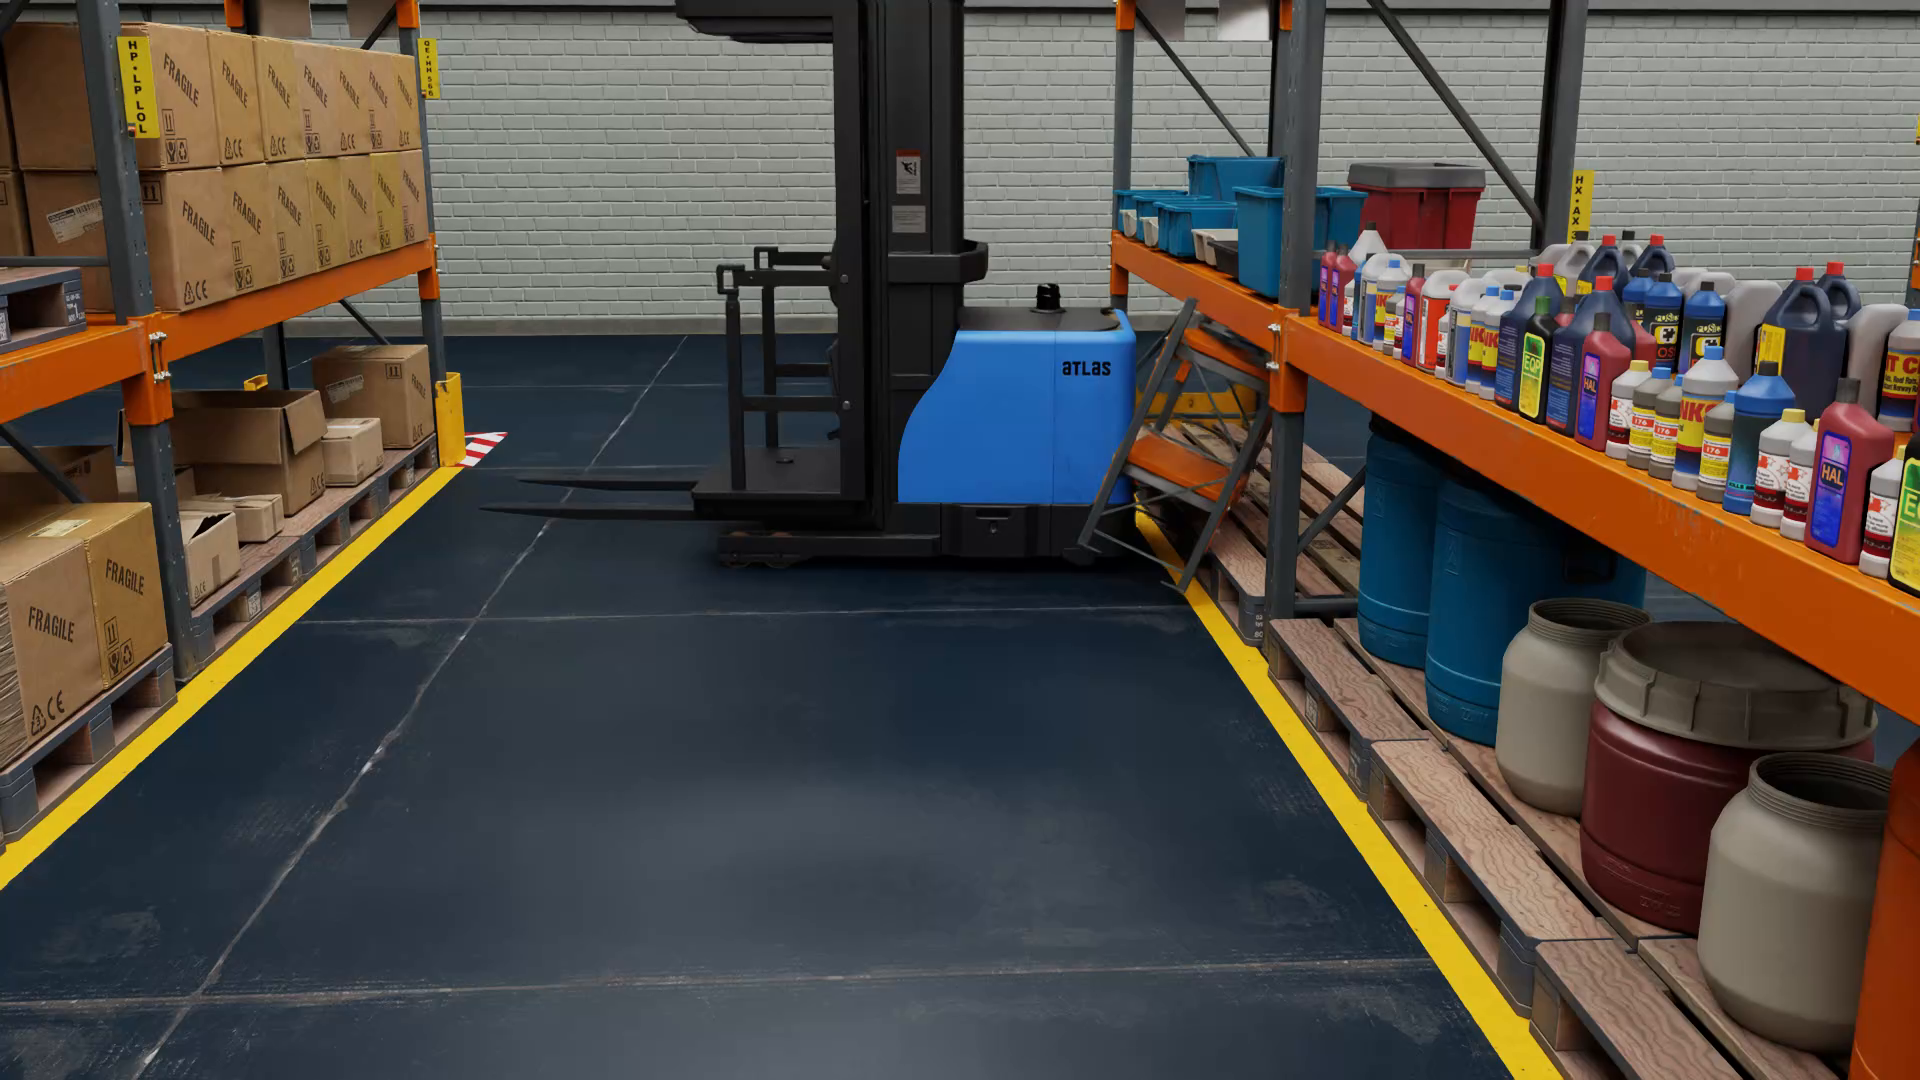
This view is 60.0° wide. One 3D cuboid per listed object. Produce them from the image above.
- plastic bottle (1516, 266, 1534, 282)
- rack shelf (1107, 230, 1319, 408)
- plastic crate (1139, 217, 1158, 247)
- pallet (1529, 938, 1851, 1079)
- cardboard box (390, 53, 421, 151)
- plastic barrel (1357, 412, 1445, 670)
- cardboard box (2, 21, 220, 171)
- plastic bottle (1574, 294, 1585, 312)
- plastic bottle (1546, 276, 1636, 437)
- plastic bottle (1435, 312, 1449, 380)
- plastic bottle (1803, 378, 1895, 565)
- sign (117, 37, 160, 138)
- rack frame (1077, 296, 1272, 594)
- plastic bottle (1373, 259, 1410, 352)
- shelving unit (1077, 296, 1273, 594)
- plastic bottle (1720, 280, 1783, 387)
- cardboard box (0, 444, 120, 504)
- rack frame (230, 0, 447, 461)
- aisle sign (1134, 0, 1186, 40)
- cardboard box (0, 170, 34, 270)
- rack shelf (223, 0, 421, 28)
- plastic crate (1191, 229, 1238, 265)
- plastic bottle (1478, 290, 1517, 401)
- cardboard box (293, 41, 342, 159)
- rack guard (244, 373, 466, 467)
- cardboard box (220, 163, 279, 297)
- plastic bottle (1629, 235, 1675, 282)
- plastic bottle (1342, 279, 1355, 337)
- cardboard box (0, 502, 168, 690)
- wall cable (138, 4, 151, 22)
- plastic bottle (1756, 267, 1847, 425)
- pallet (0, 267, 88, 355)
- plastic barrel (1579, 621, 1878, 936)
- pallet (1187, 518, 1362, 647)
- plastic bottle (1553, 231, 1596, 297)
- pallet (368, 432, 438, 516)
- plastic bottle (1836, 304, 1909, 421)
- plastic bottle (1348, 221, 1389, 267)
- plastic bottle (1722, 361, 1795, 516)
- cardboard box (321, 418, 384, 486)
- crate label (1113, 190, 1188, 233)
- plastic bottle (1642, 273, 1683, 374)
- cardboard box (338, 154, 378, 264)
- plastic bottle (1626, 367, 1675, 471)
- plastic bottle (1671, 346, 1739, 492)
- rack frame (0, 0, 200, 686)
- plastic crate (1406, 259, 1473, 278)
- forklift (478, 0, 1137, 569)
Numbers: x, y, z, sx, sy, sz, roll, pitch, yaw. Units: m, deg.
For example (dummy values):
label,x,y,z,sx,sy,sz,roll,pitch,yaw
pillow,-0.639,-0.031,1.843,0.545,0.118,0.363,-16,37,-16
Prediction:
label,x,y,z,sx,sy,sz,roll,pitch,yaw
plastic bottle,1.877,-0.817,5.580,0.097,0.201,0.097,0,14,0
rack shelf,1.529,-1.162,7.965,1.077,0.370,4.000,-1,14,-3
plastic crate,1.071,-1.593,8.605,0.250,0.136,0.298,-1,14,-3
pallet,1.810,1.137,3.183,1.003,0.211,1.213,-1,14,-3
cardboard box,-3.237,-2.358,8.965,0.500,0.500,0.500,-1,14,-4
plastic barrel,1.670,-0.064,5.625,0.600,0.901,0.708,-1,14,-3
cardboard box,-3.040,-1.591,5.984,0.500,0.500,0.500,-1,14,-2
plastic bottle,1.509,-0.466,4.076,0.097,0.271,0.097,0,14,0
plastic bottle,1.411,-0.413,3.709,0.144,0.351,0.185,-1,14,-3
plastic bottle,1.338,-0.536,4.488,0.097,0.201,0.097,0,14,0
plastic bottle,1.435,-0.113,2.679,0.061,0.283,0.133,-1,14,-3
sign,-2.738,-1.507,5.541,0.100,0.325,0.005,-1,14,-3
rack frame,0.938,-0.386,6.875,0.500,1.125,0.032,26,13,10
plastic bottle,1.304,-0.709,5.021,0.097,0.271,0.097,0,14,0
shelving unit,1.061,-0.450,7.364,0.538,1.125,1.048,26,13,10
plastic bottle,2.076,-0.552,4.402,0.152,0.276,0.135,-1,14,-3
cardboard box,-3.610,-0.077,6.439,0.500,0.500,0.500,-1,14,-3
rack frame,-3.539,-1.932,9.515,1.000,3.000,0.127,-1,14,-3
aisle sign,1.104,-3.280,9.537,0.394,0.787,0.004,-1,14,-3
cardboard box,-3.578,-1.106,6.104,0.500,0.500,0.500,-1,14,-3
rack shelf,-3.415,-2.539,7.298,1.077,0.370,4.000,-1,14,-3
plastic crate,1.245,-1.342,7.633,0.293,0.136,0.466,-1,14,-3
plastic bottle,1.359,-0.488,4.161,0.097,0.271,0.097,0,14,0
cardboard box,-3.136,-1.976,7.479,0.500,0.500,0.500,0,14,-2
rack guard,-3.534,-0.702,9.753,1.175,0.500,0.348,-1,14,-3
cardboard box,-3.086,-1.244,6.640,0.500,0.500,0.500,-1,14,-2
plastic bottle,2.048,-0.719,4.901,0.144,0.351,0.185,-1,14,-3
plastic bottle,1.283,-0.757,5.348,0.097,0.201,0.097,0,14,0
cardboard box,-2.975,0.179,5.446,0.500,0.500,0.500,-1,14,-4
wall cable,-8.477,-4.668,14.342,3.097,2.526,0.112,-1,14,-3
plastic bottle,1.961,-0.455,3.876,0.144,0.351,0.185,-1,14,-3
pallet,-3.351,-0.644,4.894,1.003,0.211,1.213,-1,14,-3
plastic barrel,1.783,0.544,3.888,0.600,0.588,0.708,-1,14,-3
pallet,1.569,0.155,6.998,1.003,0.211,1.213,-1,14,-3
plastic bottle,1.892,-0.763,5.071,0.144,0.351,0.185,-1,14,-3
pallet,-3.484,-0.364,9.019,1.003,0.211,1.213,-1,14,-3
plastic bottle,2.111,-0.415,3.870,0.152,0.276,0.135,-1,14,-3
plastic bottle,1.354,-0.886,5.550,0.144,0.351,0.185,-1,14,-3
plastic bottle,1.434,-0.184,2.981,0.097,0.271,0.097,0,14,0
cardboard box,-3.231,-0.445,8.372,0.500,0.250,0.500,-1,14,-3
crate label,1.092,-1.889,9.564,0.416,0.233,0.303,-1,14,-3
plastic bottle,1.939,-0.601,4.601,0.097,0.271,0.097,0,14,0
cardboard box,-3.179,-1.620,8.102,0.500,0.500,0.500,-1,14,-3
plastic bottle,1.410,-0.247,3.367,0.097,0.201,0.097,0,14,0
plastic bottle,1.422,-0.233,3.170,0.097,0.271,0.097,0,14,0
rack frame,-3.291,-0.937,5.649,1.000,3.000,0.127,-1,14,-3
plastic crate,1.767,-1.032,6.426,0.396,0.136,0.243,-1,14,-3
forklift,-0.708,-1.418,7.656,3.031,2.935,1.130,1,14,2
